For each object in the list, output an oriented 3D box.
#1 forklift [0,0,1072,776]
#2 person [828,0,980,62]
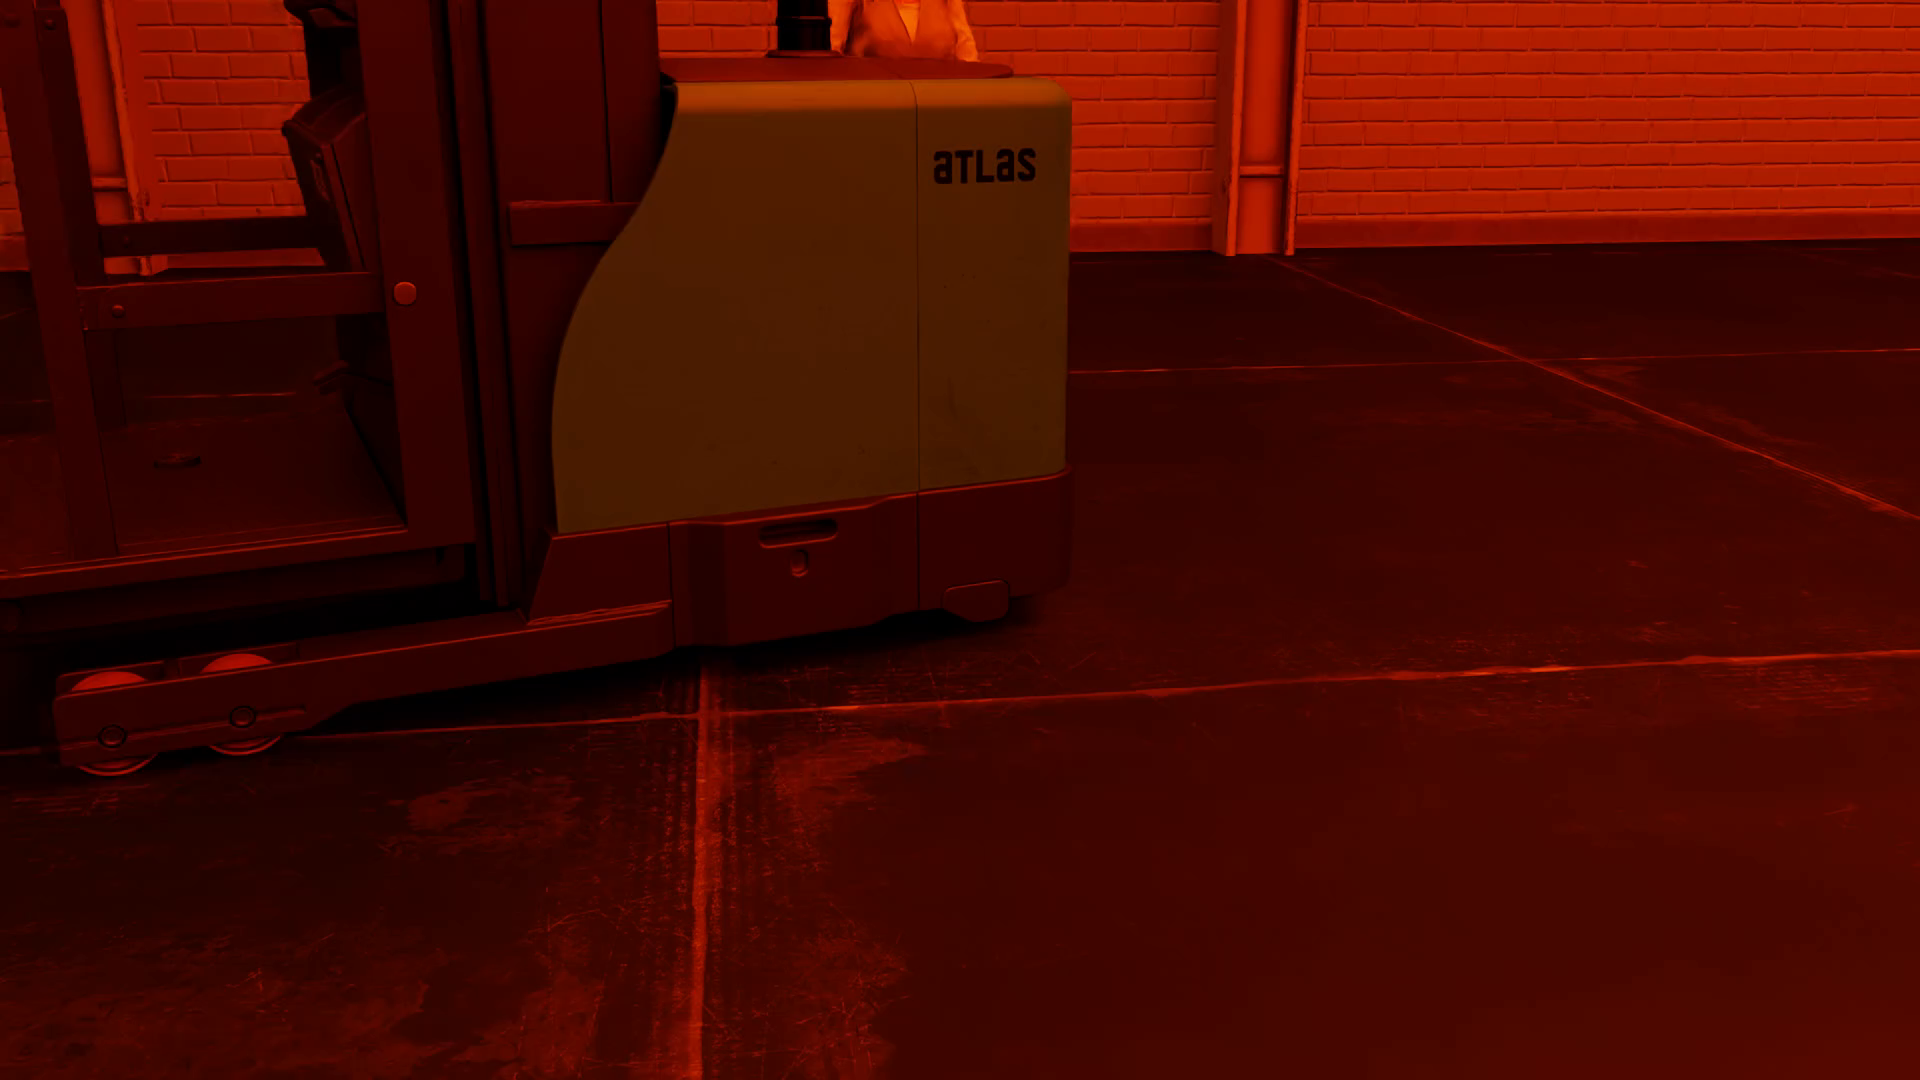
[{"bbox_3d":[-1.332,-1.194,2.848,3.031,2.935,1.130,-8,18,-24],"label":"forklift"},{"bbox_3d":[-0.141,-1.013,4.608,0.653,1.574,0.316,-8,19,-25],"label":"person"}]
